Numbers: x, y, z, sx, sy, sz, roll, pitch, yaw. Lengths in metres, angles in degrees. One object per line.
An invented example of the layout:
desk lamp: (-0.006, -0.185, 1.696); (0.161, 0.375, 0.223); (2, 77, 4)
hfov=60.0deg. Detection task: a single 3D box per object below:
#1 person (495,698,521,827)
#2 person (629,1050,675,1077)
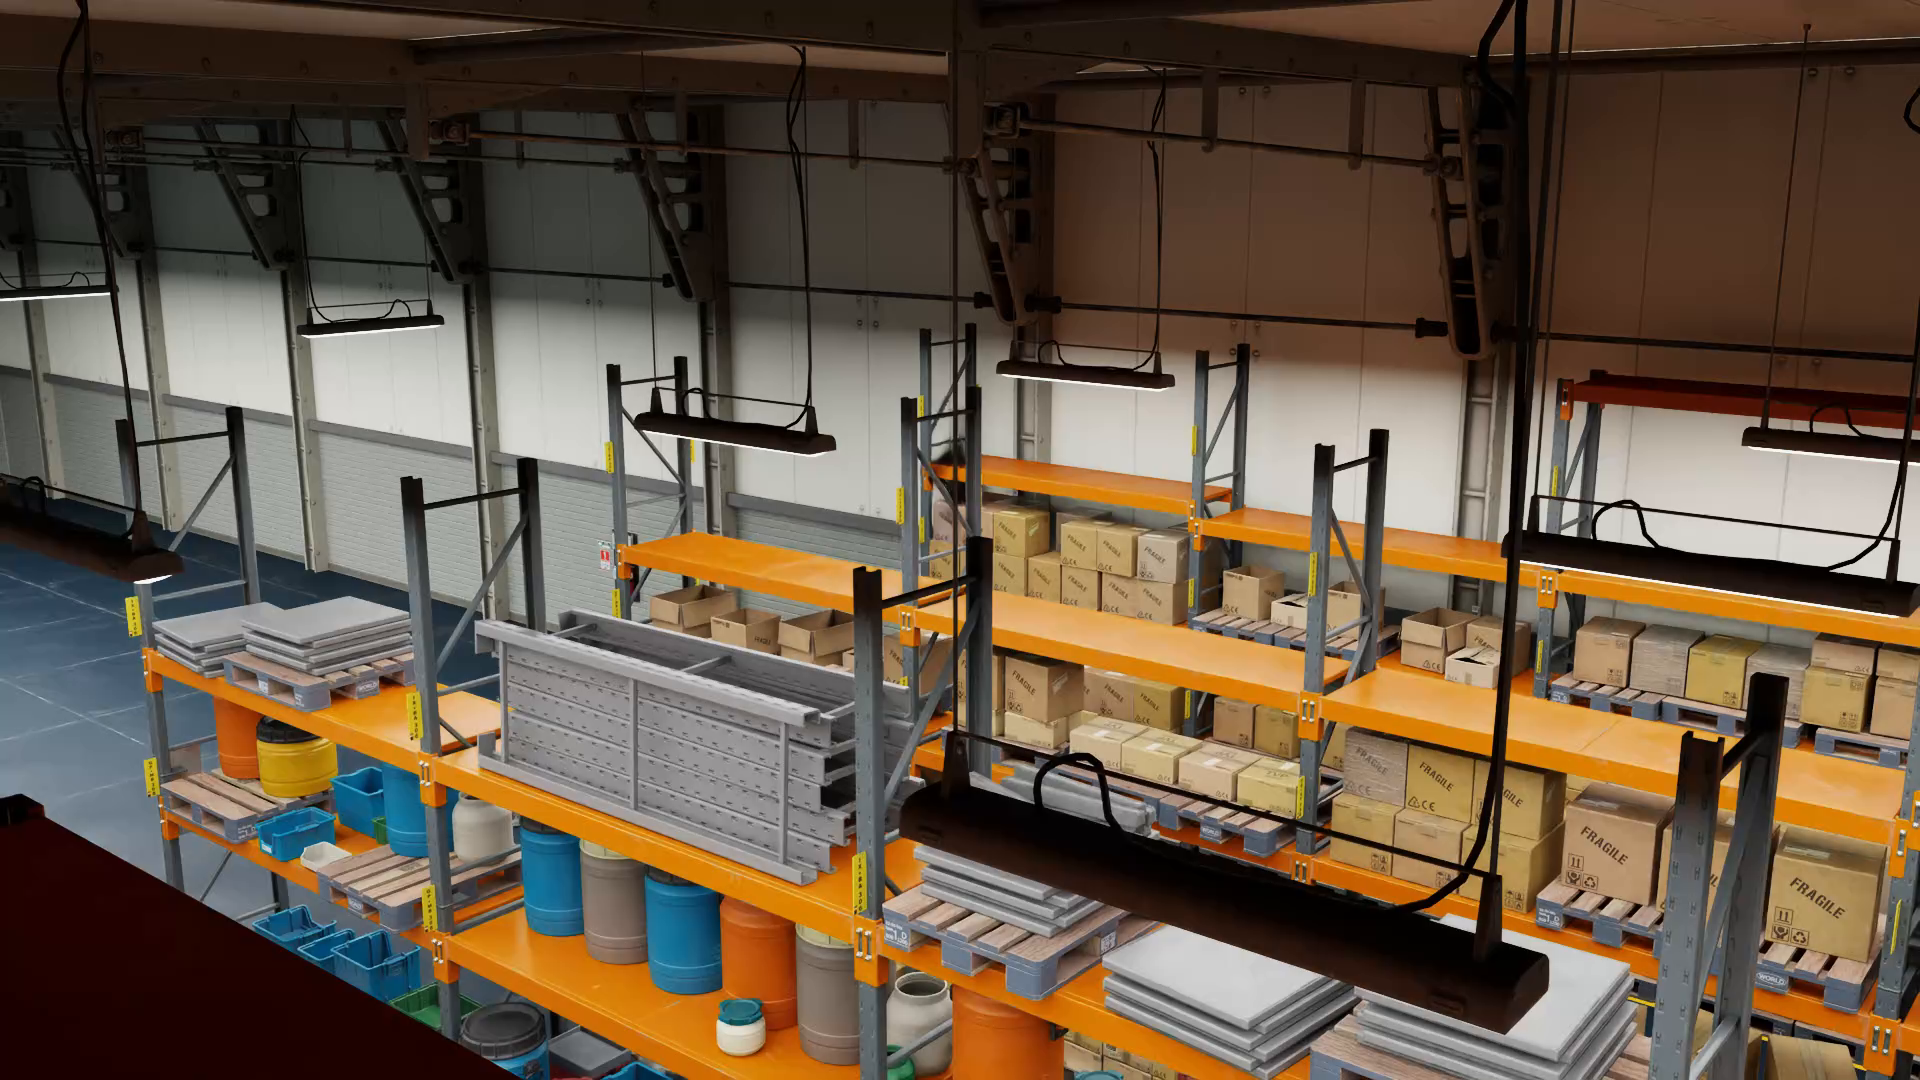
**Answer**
person: (-5.393, 2.714, 20.477); (0.564, 1.649, 0.654); (1, 13, 3)
person: (-2.442, 4.377, 13.657); (0.529, 1.493, 0.916); (-8, 15, -32)
